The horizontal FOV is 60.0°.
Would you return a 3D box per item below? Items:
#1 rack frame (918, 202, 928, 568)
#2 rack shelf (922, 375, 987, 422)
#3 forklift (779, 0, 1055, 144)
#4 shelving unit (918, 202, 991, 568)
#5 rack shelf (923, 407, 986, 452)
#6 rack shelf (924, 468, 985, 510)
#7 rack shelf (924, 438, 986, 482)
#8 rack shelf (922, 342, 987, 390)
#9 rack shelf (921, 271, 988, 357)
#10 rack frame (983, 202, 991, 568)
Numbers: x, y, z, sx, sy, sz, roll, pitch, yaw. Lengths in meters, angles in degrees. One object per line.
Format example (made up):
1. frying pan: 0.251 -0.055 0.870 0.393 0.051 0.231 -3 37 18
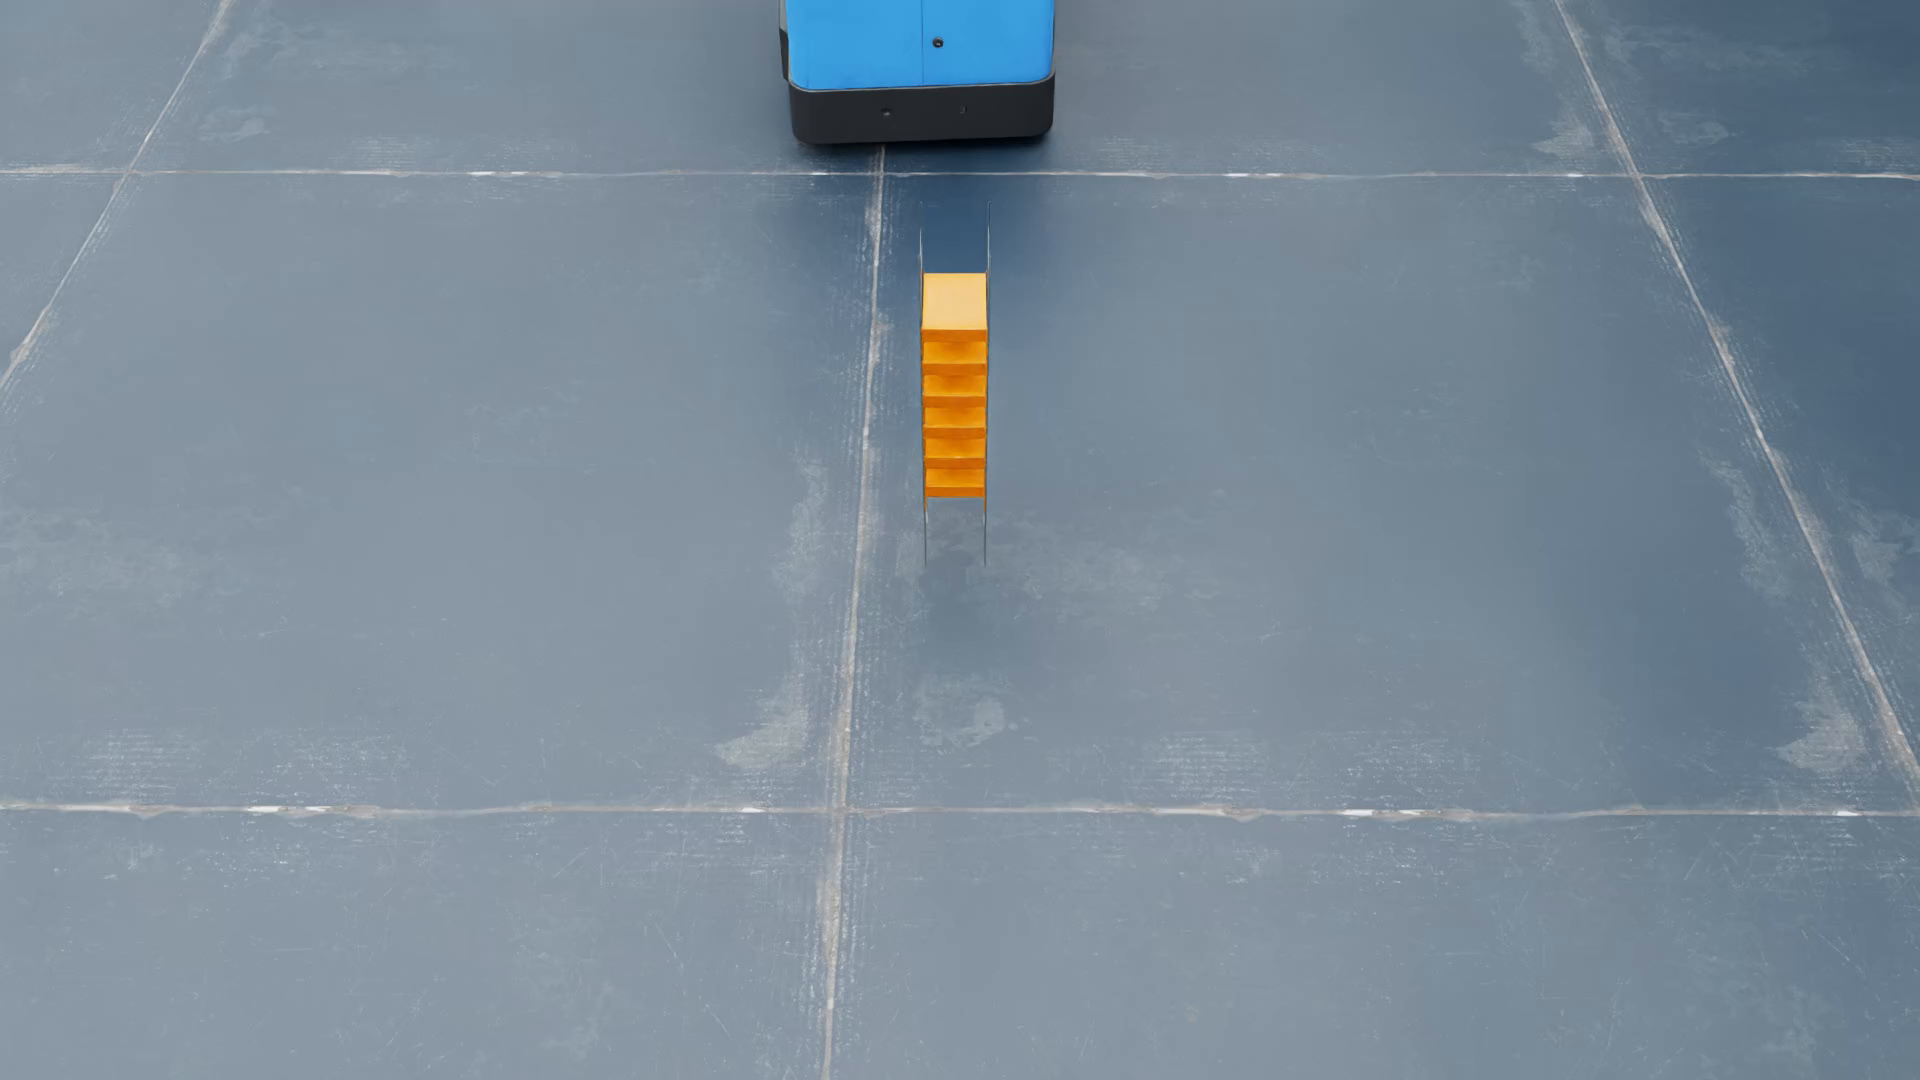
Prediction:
1. rack frame: -0.106 -0.409 4.811 0.006 1.200 0.240 0 47 0
2. rack shelf: -0.014 -0.460 4.756 0.180 0.103 0.258 0 47 0
3. forklift: -0.243 -3.650 6.645 1.130 2.935 3.031 -3 47 -3
4. shelving unit: -0.014 -0.409 4.811 0.189 1.200 0.258 0 47 0
5. rack shelf: -0.014 -0.379 4.843 0.180 0.103 0.258 0 47 0
6. rack shelf: -0.014 -0.215 5.019 0.180 0.103 0.258 0 47 0
7. rack shelf: -0.014 -0.297 4.931 0.180 0.103 0.258 0 47 0
8. rack shelf: -0.014 -0.542 4.668 0.180 0.103 0.258 0 47 0
9. rack shelf: -0.014 -0.624 4.580 0.180 0.103 0.258 0 47 0
10. rack frame: 0.077 -0.409 4.811 0.006 1.200 0.240 0 47 0
